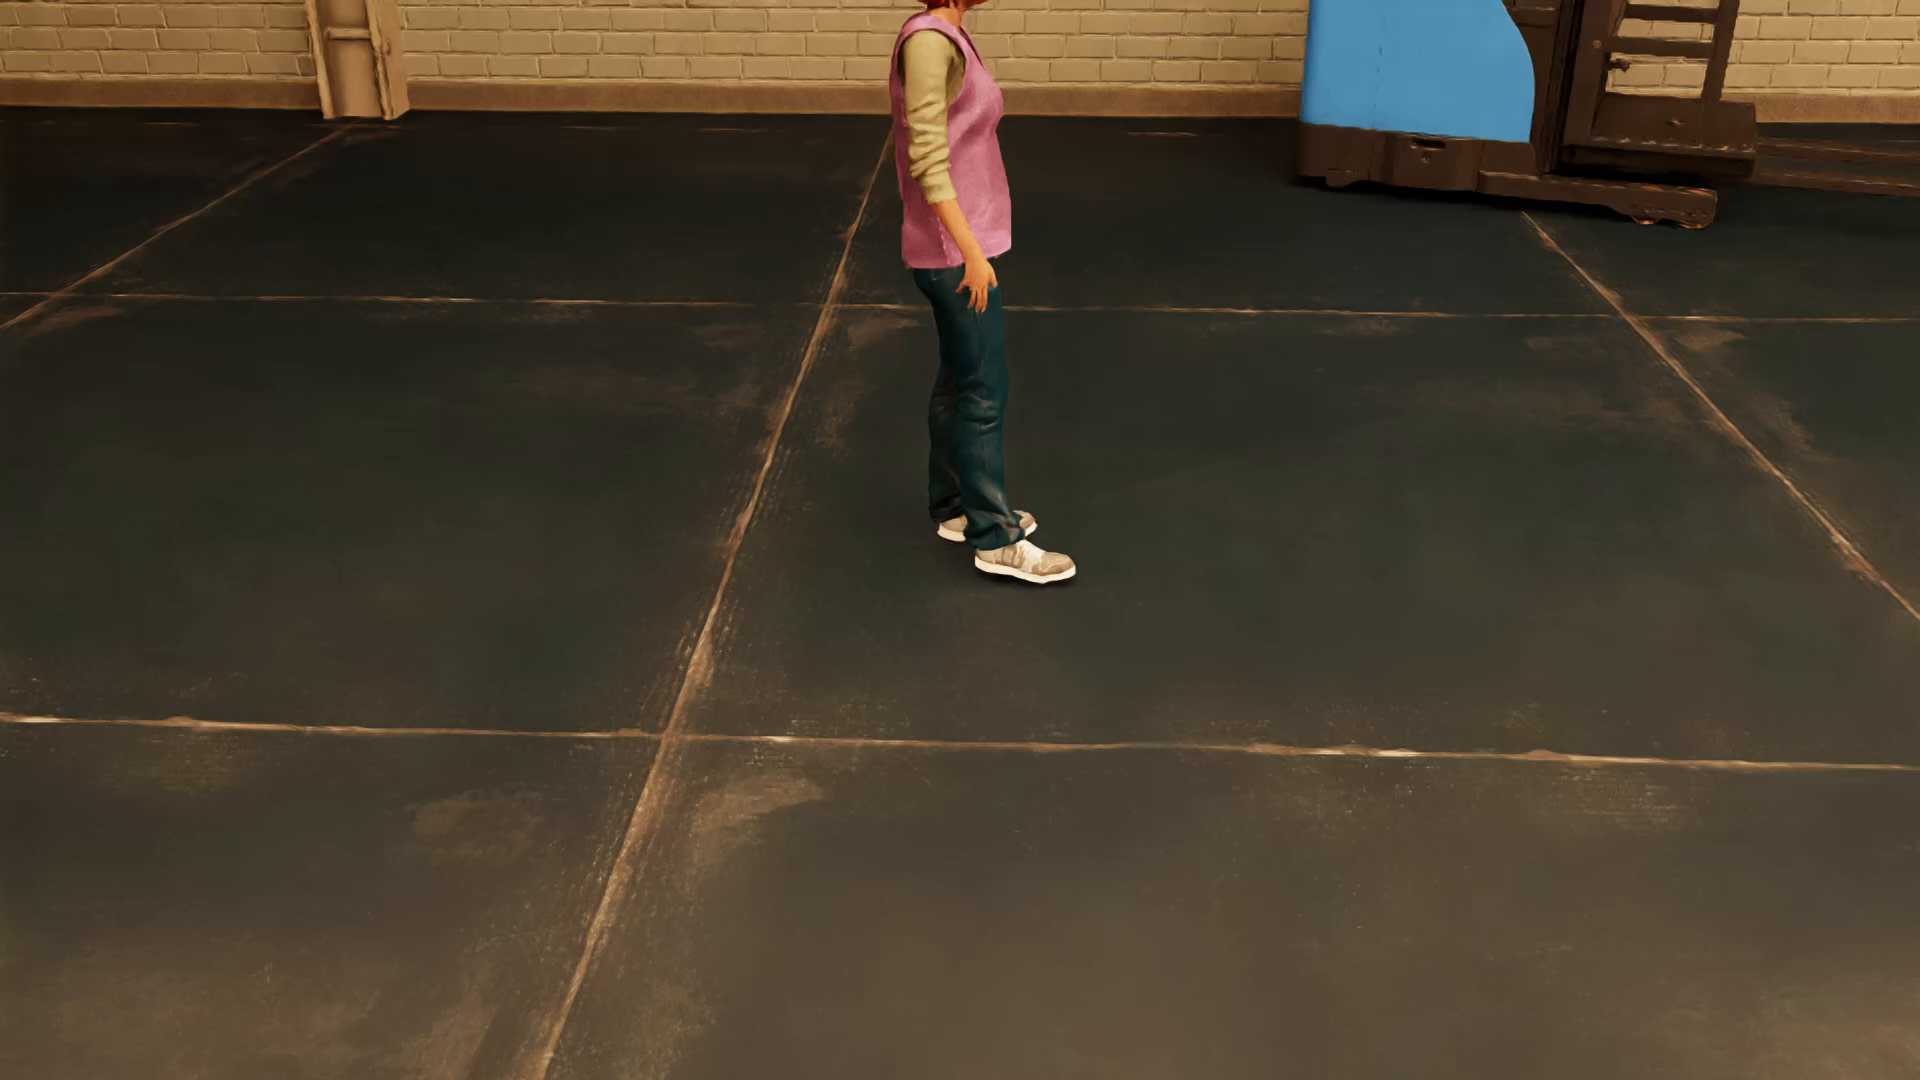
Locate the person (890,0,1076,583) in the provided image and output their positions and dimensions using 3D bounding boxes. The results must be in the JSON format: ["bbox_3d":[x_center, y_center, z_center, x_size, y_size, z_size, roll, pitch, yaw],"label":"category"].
[{"bbox_3d":[0.073,-0.715,4.150,0.474,1.597,0.520,1,26,2],"label":"person"}]

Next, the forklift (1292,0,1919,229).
[{"bbox_3d":[3.149,-2.941,7.171,3.031,2.935,1.130,10,28,20],"label":"forklift"}]
